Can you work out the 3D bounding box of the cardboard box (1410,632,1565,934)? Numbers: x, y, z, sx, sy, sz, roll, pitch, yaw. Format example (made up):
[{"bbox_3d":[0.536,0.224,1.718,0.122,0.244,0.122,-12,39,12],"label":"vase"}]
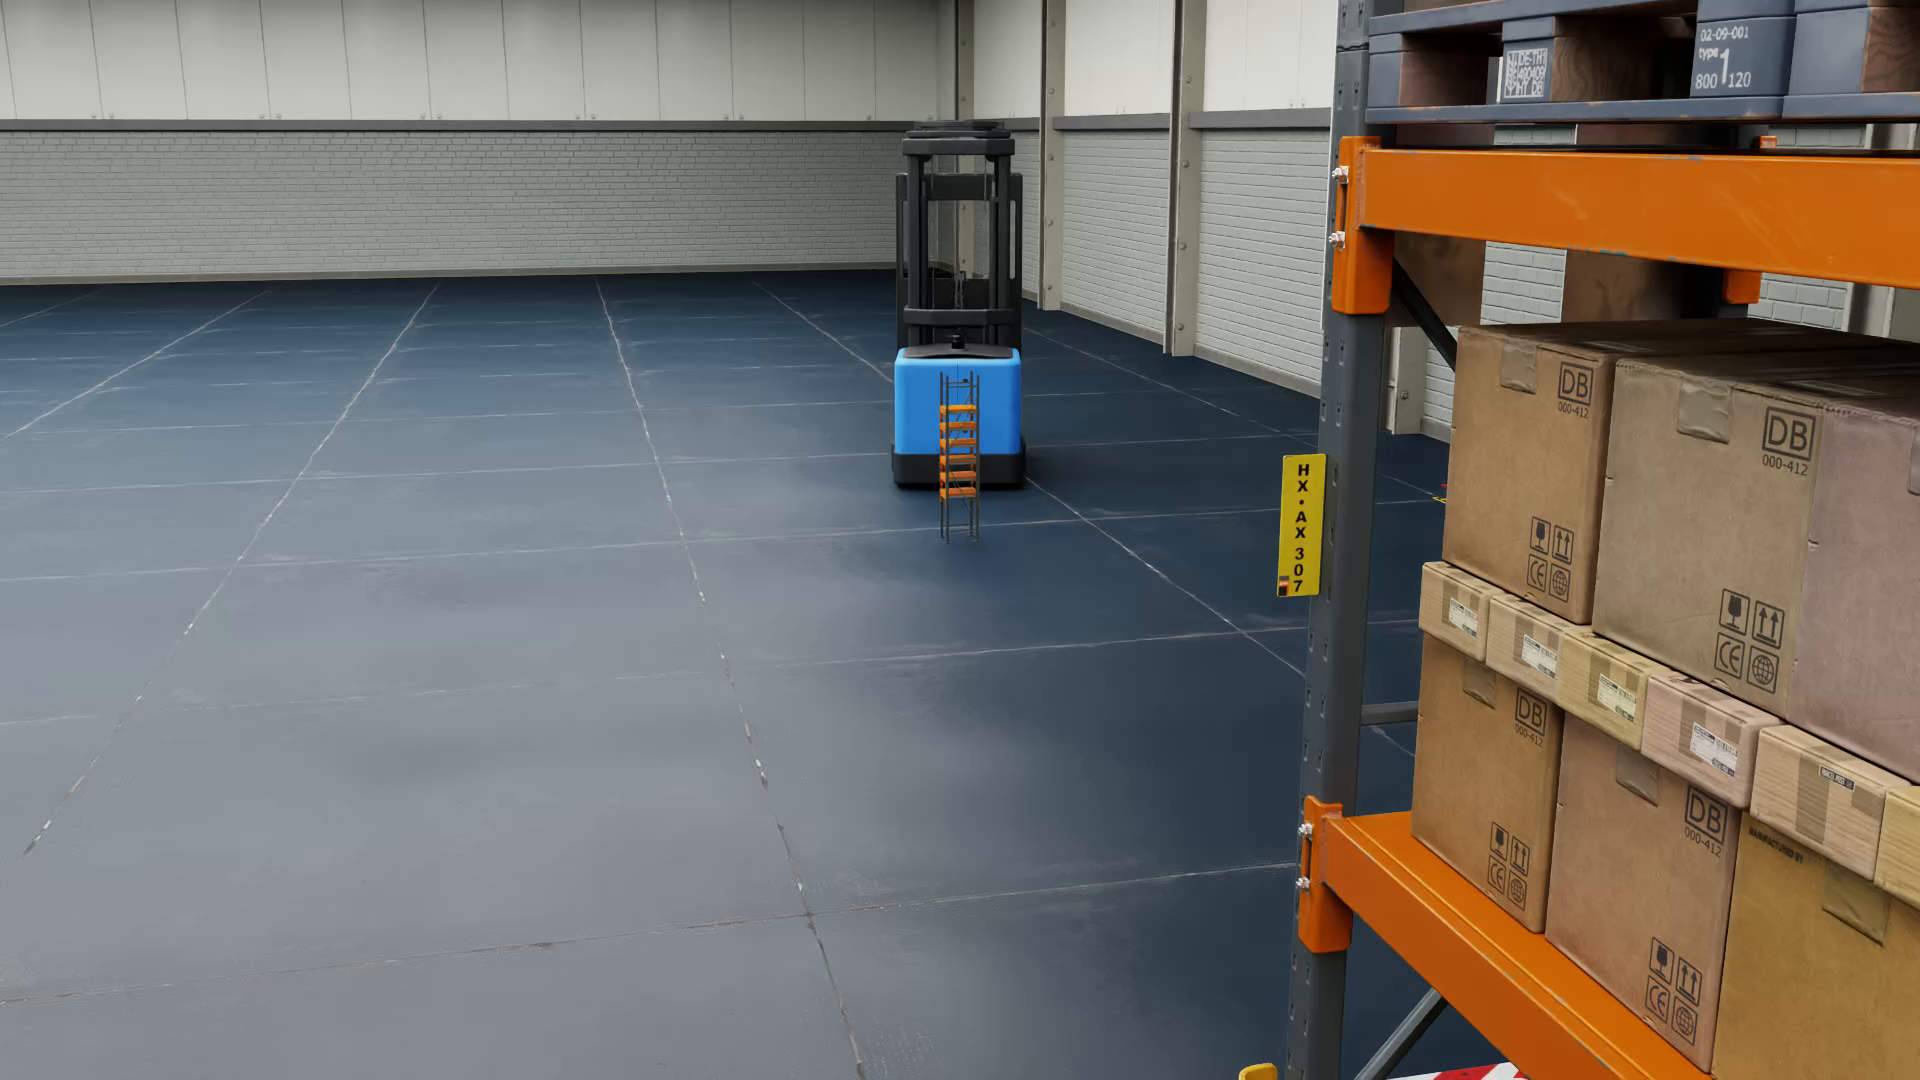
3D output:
[{"bbox_3d":[1.407,0.458,3.523,0.700,0.500,0.500,-3,14,-13],"label":"cardboard box"}]

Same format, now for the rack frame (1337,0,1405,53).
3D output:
[{"bbox_3d":[1.310,-2.517,3.267,1.000,3.000,0.127,-3,14,-13],"label":"rack frame"}]

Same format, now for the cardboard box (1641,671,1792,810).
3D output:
[{"bbox_3d":[1.372,0.313,2.747,0.380,0.149,0.250,-4,14,-14],"label":"cardboard box"}]

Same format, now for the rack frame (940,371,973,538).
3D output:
[{"bbox_3d":[-0.025,-0.607,11.885,0.240,1.200,0.006,-3,14,-13],"label":"rack frame"}]

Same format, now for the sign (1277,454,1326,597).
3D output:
[{"bbox_3d":[0.769,-0.032,3.746,0.100,0.325,0.005,-3,14,-13],"label":"sign"}]

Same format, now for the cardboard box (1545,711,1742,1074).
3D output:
[{"bbox_3d":[1.535,0.578,3.029,0.700,0.500,0.500,-3,14,-12],"label":"cardboard box"}]

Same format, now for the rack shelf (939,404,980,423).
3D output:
[{"bbox_3d":[-0.003,-0.893,11.723,0.258,0.103,0.180,-3,14,-13],"label":"rack shelf"}]

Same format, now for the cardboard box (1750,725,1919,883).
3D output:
[{"bbox_3d":[1.437,0.375,2.496,0.380,0.149,0.250,-4,14,-15],"label":"cardboard box"}]

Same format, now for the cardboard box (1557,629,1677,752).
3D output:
[{"bbox_3d":[1.314,0.255,2.986,0.380,0.149,0.250,-3,14,-13],"label":"cardboard box"}]

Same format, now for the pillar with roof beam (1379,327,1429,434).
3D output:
[{"bbox_3d":[0.126,-5.209,14.286,9.100,9.000,0.400,-3,14,-13],"label":"pillar with roof beam"}]

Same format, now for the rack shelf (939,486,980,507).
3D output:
[{"bbox_3d":[-0.003,-0.310,11.866,0.258,0.103,0.180,-3,14,-13],"label":"rack shelf"}]

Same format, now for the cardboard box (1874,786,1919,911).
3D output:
[{"bbox_3d":[1.497,0.434,2.255,0.380,0.149,0.250,-3,14,-14],"label":"cardboard box"}]

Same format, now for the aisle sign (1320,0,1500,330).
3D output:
[{"bbox_3d":[0.997,-0.863,3.663,0.394,0.787,0.004,-3,14,-13],"label":"aisle sign"}]

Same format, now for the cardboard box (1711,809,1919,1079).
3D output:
[{"bbox_3d":[1.646,0.693,2.558,0.700,0.500,0.500,-3,14,-13],"label":"cardboard box"}]

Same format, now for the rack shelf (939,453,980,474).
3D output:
[{"bbox_3d":[-0.003,-0.543,11.809,0.258,0.103,0.180,-3,14,-13],"label":"rack shelf"}]

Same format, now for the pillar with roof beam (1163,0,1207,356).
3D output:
[{"bbox_3d":[-1.283,-6.593,19.952,9.100,9.000,0.400,-3,14,-13],"label":"pillar with roof beam"}]

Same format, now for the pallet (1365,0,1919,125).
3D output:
[{"bbox_3d":[1.451,-0.852,2.960,1.003,0.211,1.213,-3,14,-13],"label":"pallet"}]

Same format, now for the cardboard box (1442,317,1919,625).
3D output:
[{"bbox_3d":[1.419,-0.160,3.319,0.700,0.500,0.500,-3,14,-13],"label":"cardboard box"}]

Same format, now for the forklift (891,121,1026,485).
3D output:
[{"bbox_3d":[-0.006,-2.173,14.645,1.130,2.935,3.031,0,14,0],"label":"forklift"}]

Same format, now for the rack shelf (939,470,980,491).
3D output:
[{"bbox_3d":[-0.003,-0.426,11.837,0.258,0.103,0.180,-3,14,-13],"label":"rack shelf"}]

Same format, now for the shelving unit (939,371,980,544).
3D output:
[{"bbox_3d":[-0.003,-0.586,11.798,0.258,1.200,0.189,-3,14,-13],"label":"shelving unit"}]

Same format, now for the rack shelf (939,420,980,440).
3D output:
[{"bbox_3d":[-0.003,-0.776,11.752,0.258,0.103,0.180,-3,14,-13],"label":"rack shelf"}]

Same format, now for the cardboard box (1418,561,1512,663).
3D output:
[{"bbox_3d":[1.193,0.137,3.471,0.380,0.149,0.250,-3,14,-14],"label":"cardboard box"}]

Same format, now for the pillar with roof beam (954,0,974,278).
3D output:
[{"bbox_3d":[-4.101,-9.361,31.283,9.100,9.000,0.400,-3,14,-13],"label":"pillar with roof beam"}]

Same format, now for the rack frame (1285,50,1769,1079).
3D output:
[{"bbox_3d":[1.310,0.398,3.979,1.000,3.000,0.127,-3,14,-13],"label":"rack frame"}]

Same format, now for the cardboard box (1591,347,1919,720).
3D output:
[{"bbox_3d":[1.548,-0.039,2.824,0.700,0.500,0.500,-4,14,-15],"label":"cardboard box"}]

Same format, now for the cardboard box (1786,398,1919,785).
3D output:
[{"bbox_3d":[1.667,0.077,2.348,0.700,0.500,0.500,-3,14,-13],"label":"cardboard box"}]

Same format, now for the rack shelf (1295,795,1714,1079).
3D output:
[{"bbox_3d":[1.779,1.209,2.176,1.077,0.370,4.000,-3,14,-13],"label":"rack shelf"}]

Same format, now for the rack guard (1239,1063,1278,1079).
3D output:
[{"bbox_3d":[1.304,1.606,4.298,1.175,0.500,0.348,-3,14,-13],"label":"rack guard"}]

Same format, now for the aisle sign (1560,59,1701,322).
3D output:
[{"bbox_3d":[1.580,-0.897,3.800,0.394,0.787,0.004,-3,14,-13],"label":"aisle sign"}]

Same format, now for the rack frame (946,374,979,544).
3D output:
[{"bbox_3d":[0.018,-0.565,11.712,0.240,1.200,0.006,-3,14,-13],"label":"rack frame"}]

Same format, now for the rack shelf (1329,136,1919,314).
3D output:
[{"bbox_3d":[1.779,-0.249,1.820,1.077,0.370,4.000,-3,14,-13],"label":"rack shelf"}]

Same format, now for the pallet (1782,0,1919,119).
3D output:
[{"bbox_3d":[1.741,-0.570,1.806,1.003,0.211,1.213,-3,14,-13],"label":"pallet"}]

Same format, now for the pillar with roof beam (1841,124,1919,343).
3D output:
[{"bbox_3d":[1.535,-3.825,8.620,9.100,9.000,0.400,-3,14,-13],"label":"pillar with roof beam"}]

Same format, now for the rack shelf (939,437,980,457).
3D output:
[{"bbox_3d":[-0.003,-0.660,11.780,0.258,0.103,0.180,-3,14,-13],"label":"rack shelf"}]

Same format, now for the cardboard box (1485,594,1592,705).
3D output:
[{"bbox_3d":[1.257,0.197,3.222,0.380,0.149,0.250,-4,14,-15],"label":"cardboard box"}]

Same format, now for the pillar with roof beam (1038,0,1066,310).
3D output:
[{"bbox_3d":[-2.692,-7.977,25.617,9.100,9.000,0.400,-3,14,-13],"label":"pillar with roof beam"}]
